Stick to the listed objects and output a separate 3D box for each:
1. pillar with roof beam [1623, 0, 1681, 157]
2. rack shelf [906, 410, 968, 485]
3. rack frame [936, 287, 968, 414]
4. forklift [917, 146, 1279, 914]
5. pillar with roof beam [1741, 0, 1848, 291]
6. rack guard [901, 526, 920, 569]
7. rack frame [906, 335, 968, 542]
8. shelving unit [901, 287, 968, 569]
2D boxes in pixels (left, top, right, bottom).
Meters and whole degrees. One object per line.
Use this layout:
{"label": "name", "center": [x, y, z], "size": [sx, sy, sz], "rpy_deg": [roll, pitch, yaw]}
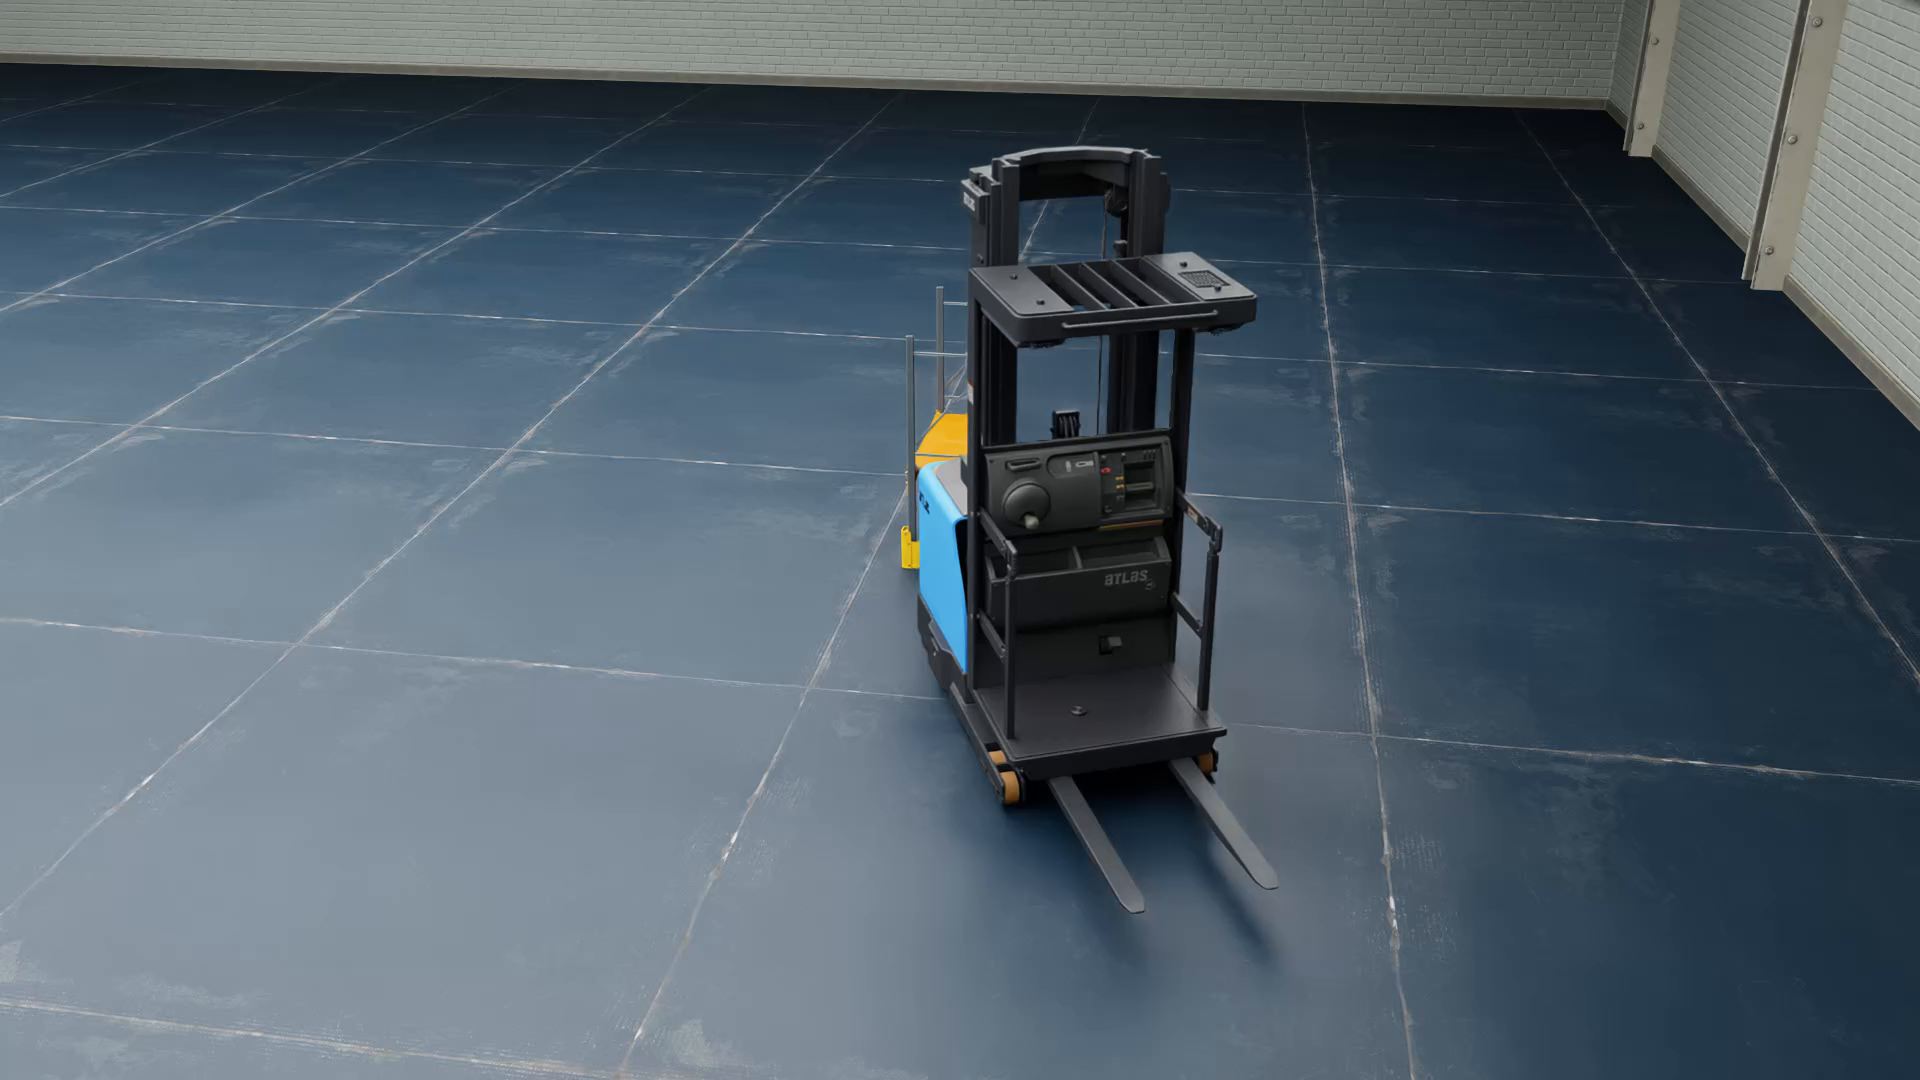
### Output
{"label": "pillar with roof beam", "center": [4.470, -9.347, 20.104], "size": [9.100, 9.000, 0.400], "rpy_deg": [4, 25, 9]}
{"label": "rack shelf", "center": [0.014, -0.552, 10.585], "size": [0.538, 0.185, 1.000], "rpy_deg": [4, 25, 9]}
{"label": "rack frame", "center": [0.097, -0.928, 10.962], "size": [0.500, 1.500, 0.032], "rpy_deg": [4, 25, 9]}
{"label": "forklift", "center": [0.639, -0.231, 7.786], "size": [1.130, 2.935, 3.031], "rpy_deg": [-7, 26, -14]}
{"label": "pillar with roof beam", "center": [3.490, -6.838, 14.743], "size": [9.100, 9.000, 0.400], "rpy_deg": [4, 25, 9]}
{"label": "rack guard", "center": [-0.069, 0.063, 10.320], "size": [0.587, 0.250, 0.087], "rpy_deg": [4, 25, 9]}
{"label": "rack frame", "center": [-0.069, -0.502, 10.054], "size": [0.500, 1.500, 0.032], "rpy_deg": [4, 25, 9]}
{"label": "shelving unit", "center": [0.012, -0.711, 10.500], "size": [0.587, 1.500, 1.083], "rpy_deg": [4, 25, 9]}
